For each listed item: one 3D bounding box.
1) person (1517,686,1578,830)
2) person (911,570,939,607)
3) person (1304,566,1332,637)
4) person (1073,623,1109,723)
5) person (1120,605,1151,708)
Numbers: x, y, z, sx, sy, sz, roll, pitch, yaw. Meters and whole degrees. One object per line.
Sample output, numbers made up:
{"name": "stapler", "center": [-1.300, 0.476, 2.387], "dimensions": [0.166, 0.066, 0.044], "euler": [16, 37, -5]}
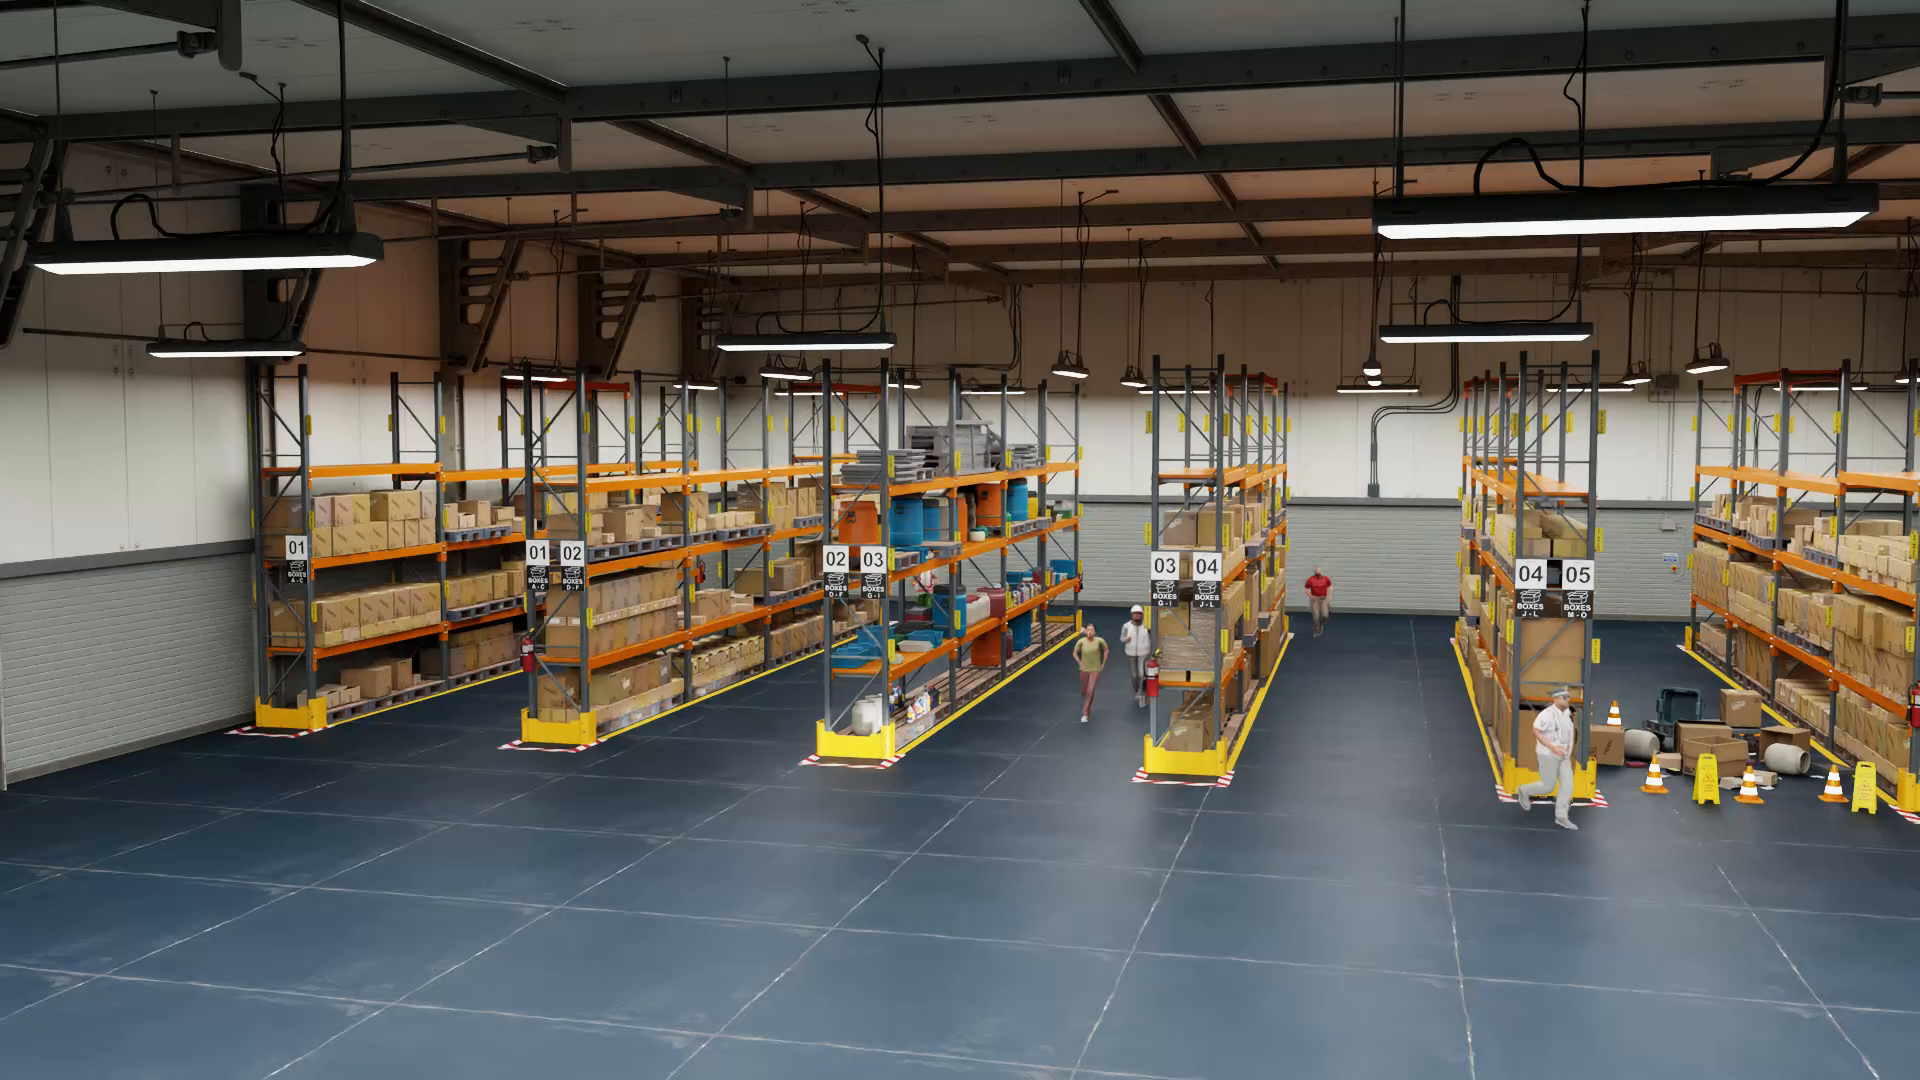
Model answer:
{"name": "person", "center": [7.446, 2.696, 20.936], "dimensions": [0.688, 1.773, 0.881], "euler": [-3, 5, -35]}
{"name": "person", "center": [-0.844, 1.330, 40.453], "dimensions": [0.682, 1.786, 0.960], "euler": [0, 4, 4]}
{"name": "person", "center": [8.479, 1.458, 39.244], "dimensions": [0.673, 1.689, 0.531], "euler": [0, 4, 2]}
{"name": "person", "center": [2.227, 2.232, 28.366], "dimensions": [0.603, 1.658, 0.889], "euler": [1, 4, 10]}
{"name": "person", "center": [3.174, 2.076, 29.745], "dimensions": [0.638, 1.835, 0.777], "euler": [1, 4, 13]}
